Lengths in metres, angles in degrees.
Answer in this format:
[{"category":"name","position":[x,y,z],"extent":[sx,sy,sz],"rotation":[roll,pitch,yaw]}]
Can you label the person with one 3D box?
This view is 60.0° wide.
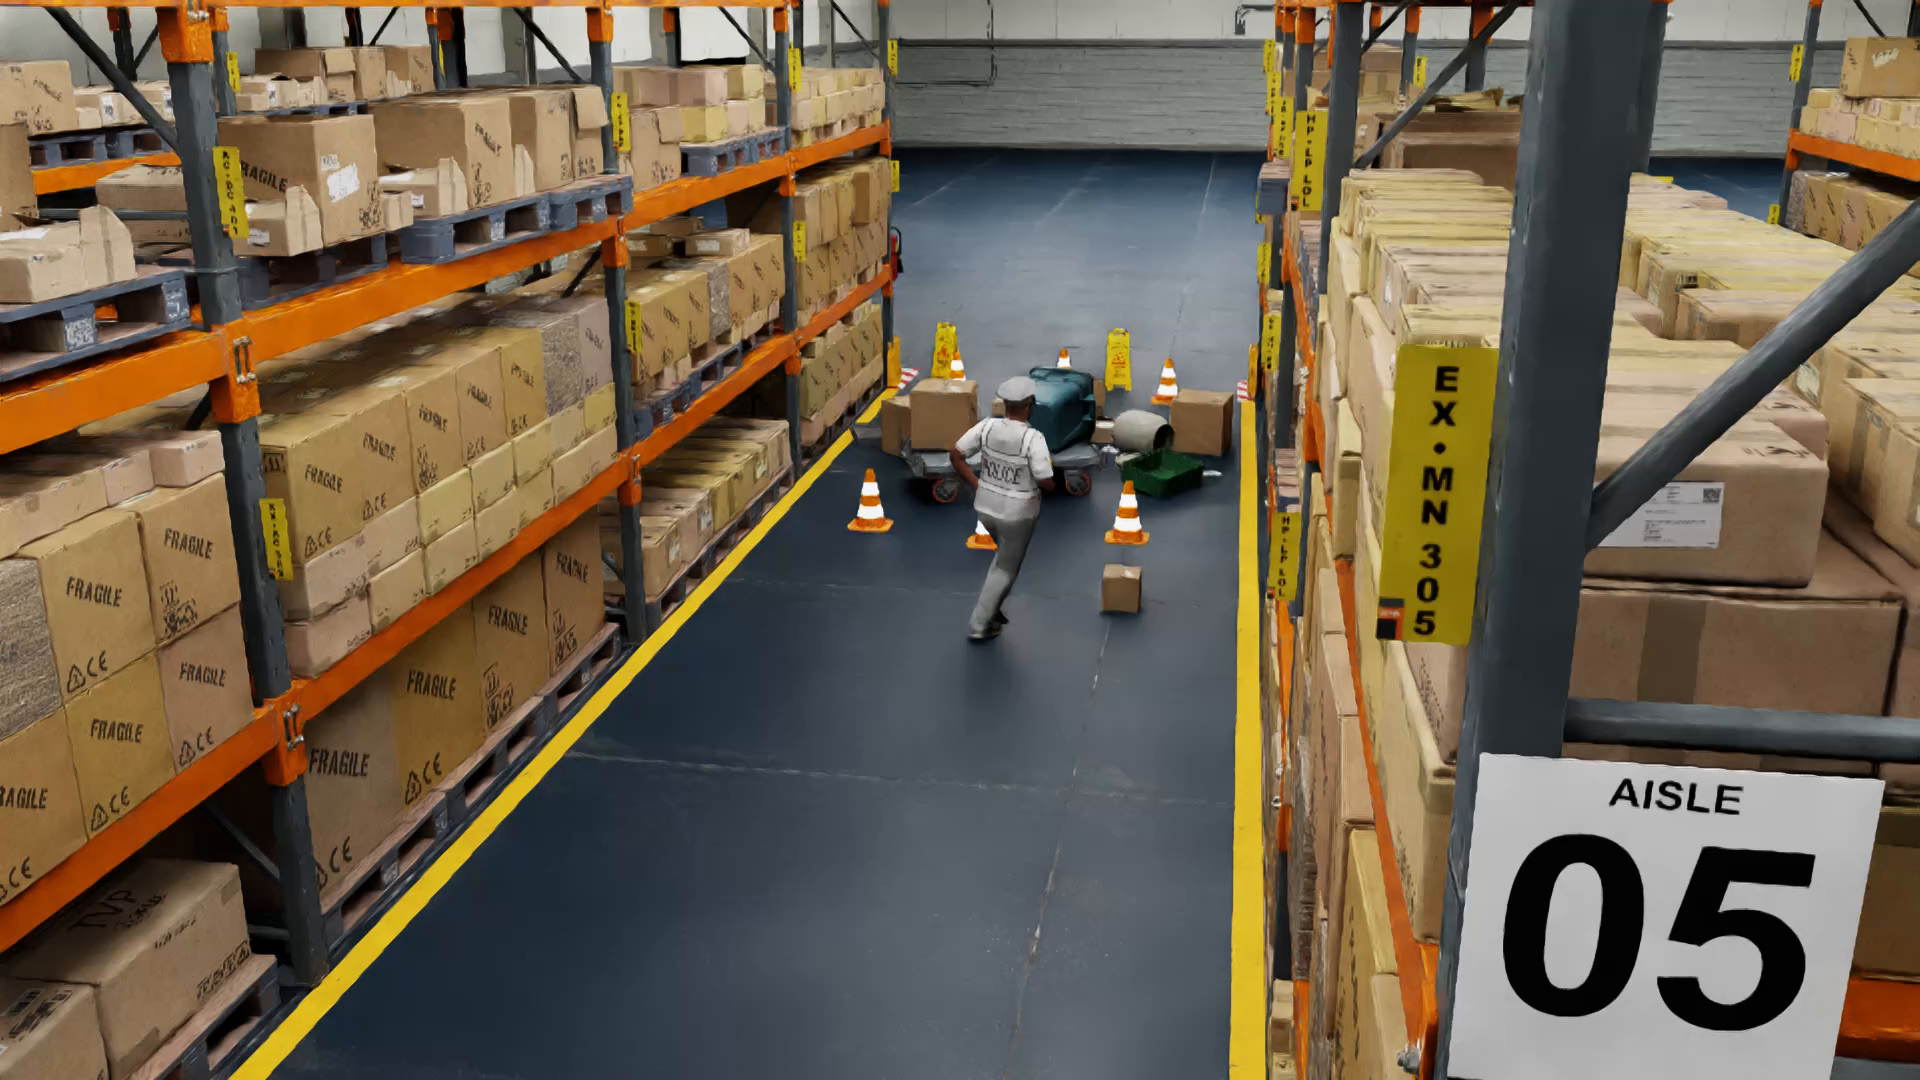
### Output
[{"category":"person","position":[0.349,-0.179,10.661],"extent":[0.667,1.779,0.577],"rotation":[16,23,40]}]
